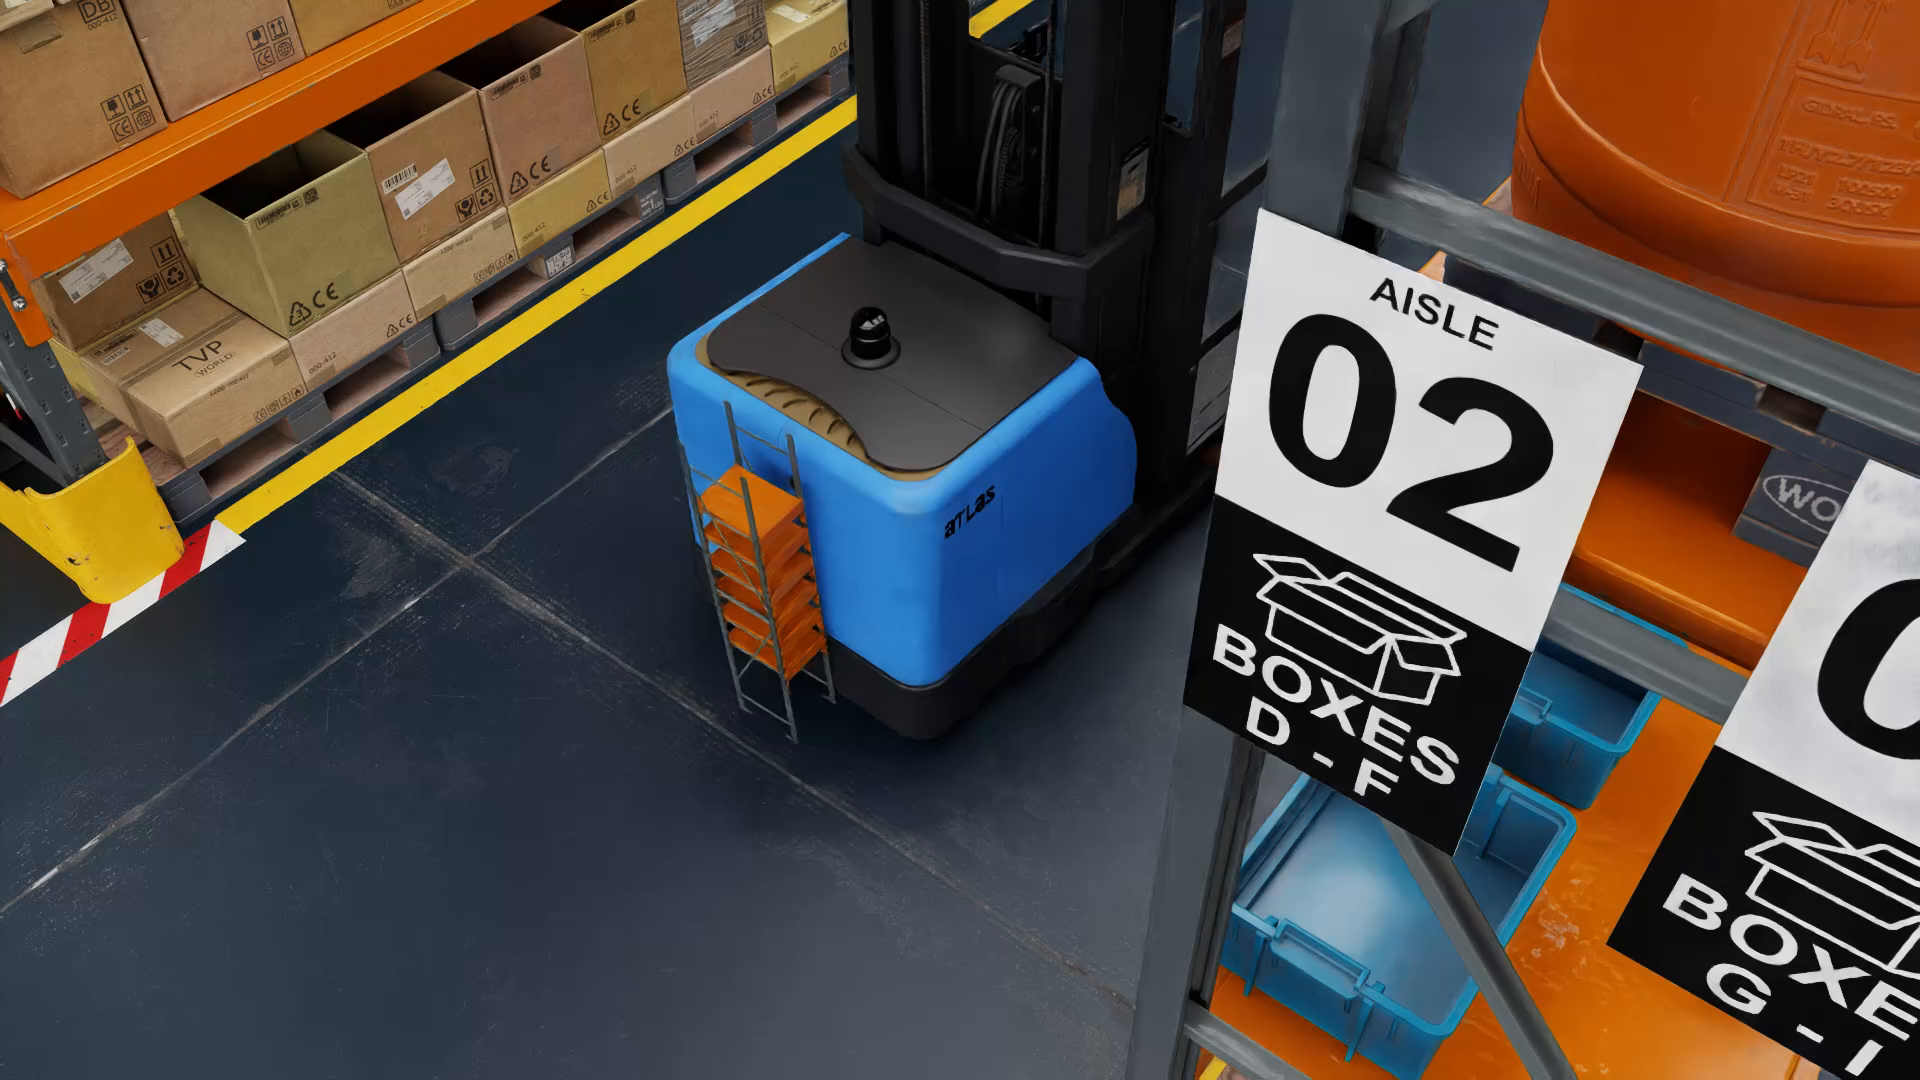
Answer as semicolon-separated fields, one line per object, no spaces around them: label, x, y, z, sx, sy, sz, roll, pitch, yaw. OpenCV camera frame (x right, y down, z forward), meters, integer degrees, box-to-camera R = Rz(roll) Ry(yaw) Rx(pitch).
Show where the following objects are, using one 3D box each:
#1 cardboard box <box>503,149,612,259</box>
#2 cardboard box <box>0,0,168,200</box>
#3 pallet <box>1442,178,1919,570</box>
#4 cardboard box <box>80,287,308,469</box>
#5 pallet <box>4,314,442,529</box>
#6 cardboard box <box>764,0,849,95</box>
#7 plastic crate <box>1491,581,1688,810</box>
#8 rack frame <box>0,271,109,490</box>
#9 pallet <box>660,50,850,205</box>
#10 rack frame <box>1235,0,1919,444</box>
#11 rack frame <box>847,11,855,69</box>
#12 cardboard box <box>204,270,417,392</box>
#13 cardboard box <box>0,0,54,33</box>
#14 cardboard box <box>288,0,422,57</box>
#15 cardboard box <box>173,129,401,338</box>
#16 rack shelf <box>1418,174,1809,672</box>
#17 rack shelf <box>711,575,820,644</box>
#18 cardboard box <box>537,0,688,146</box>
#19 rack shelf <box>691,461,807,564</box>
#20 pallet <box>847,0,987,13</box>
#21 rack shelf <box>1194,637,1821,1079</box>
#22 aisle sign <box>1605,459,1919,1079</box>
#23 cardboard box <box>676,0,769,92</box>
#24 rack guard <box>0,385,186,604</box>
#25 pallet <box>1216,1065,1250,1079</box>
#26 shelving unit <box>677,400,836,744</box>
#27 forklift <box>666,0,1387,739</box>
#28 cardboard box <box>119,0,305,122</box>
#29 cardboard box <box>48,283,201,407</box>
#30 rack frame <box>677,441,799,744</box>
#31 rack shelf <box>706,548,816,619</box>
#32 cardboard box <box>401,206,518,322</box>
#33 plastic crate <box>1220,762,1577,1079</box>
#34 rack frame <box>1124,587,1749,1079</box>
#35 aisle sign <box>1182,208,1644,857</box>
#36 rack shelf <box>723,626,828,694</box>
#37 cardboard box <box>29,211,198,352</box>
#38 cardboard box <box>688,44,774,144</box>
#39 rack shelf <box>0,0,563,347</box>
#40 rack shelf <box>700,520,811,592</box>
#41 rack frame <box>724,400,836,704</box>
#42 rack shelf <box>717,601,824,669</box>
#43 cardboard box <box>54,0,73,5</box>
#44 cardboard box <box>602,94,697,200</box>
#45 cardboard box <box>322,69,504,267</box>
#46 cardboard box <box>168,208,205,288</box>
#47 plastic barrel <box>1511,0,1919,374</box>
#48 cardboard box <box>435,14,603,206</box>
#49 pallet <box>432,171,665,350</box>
cardboard box;-1.764;-1.434;6.657;0.500;0.250;0.500;29;53;25
cardboard box;-2.890;-1.469;5.009;0.700;0.500;0.500;29;53;25
pallet;1.315;-0.382;2.096;1.003;0.211;1.213;29;53;25
cardboard box;-2.682;-0.576;5.837;0.500;0.250;0.500;29;53;25
pallet;-2.752;-0.666;6.240;1.003;0.211;1.213;29;53;25
cardboard box;-0.851;-2.295;7.479;0.500;0.250;0.500;29;53;25
plastic crate;1.202;0.283;3.508;0.499;0.251;0.408;29;53;25
rack frame;-3.186;-1.173;4.796;1.000;3.000;0.127;29;53;25
pallet;-1.260;-2.062;7.574;1.003;0.211;1.213;29;53;25
rack frame;0.732;-1.053;0.533;1.000;3.000;0.127;29;53;25
rack frame;-0.740;-3.462;6.982;1.000;3.000;0.127;29;53;25
cardboard box;-2.379;-0.864;6.112;0.500;0.250;0.500;29;53;25
cardboard box;-2.776;-1.561;4.649;0.380;0.149;0.250;29;53;25
cardboard box;-2.265;-2.053;5.567;0.700;0.500;0.500;30;53;25
cardboard box;-2.378;-1.122;5.840;0.500;0.500;0.500;29;53;25
rack shelf;1.954;-0.913;2.971;1.077;0.370;4.000;29;53;25
rack shelf;-0.563;0.158;4.824;0.258;0.103;0.180;28;56;24
cardboard box;-1.469;-1.985;6.664;0.500;0.500;0.500;29;53;25
rack shelf;-0.577;-0.077;4.551;0.258;0.103;0.180;28;56;24
pallet;-0.321;-2.937;8.410;1.003;0.211;1.213;29;53;25
rack shelf;1.954;0.123;4.055;1.077;0.370;4.000;29;53;25
aisle sign;0.919;0.292;1.599;0.394;0.787;0.004;29;53;25
cardboard box;-1.166;-2.273;6.939;0.500;0.500;0.500;29;53;25
rack guard;-3.201;-0.296;5.687;1.175;0.500;0.348;29;53;25
pallet;1.242;1.456;4.213;1.003;0.211;1.213;29;53;25
shelving unit;-0.565;0.129;4.790;0.258;1.200;0.189;28;56;24
forklift;0.467;-1.404;5.064;1.130;2.935;3.031;31;54;26
cardboard box;-2.573;-1.771;5.299;0.700;0.500;0.500;31;53;26
cardboard box;-3.092;-0.805;6.056;0.500;0.250;0.500;29;53;25
rack frame;-0.619;0.186;4.744;0.240;1.200;0.006;28;56;24
rack shelf;-0.567;0.080;4.733;0.258;0.103;0.180;28;56;24
cardboard box;-2.073;-1.150;6.385;0.500;0.250;0.500;29;53;25
plastic crate;0.801;0.652;3.156;0.499;0.251;0.616;29;53;25
rack frame;0.732;1.019;2.702;1.000;3.000;0.127;29;53;25
aisle sign;0.452;0.031;1.848;0.394;0.787;0.004;29;53;25
rack shelf;-0.554;0.315;5.005;0.258;0.103;0.180;28;56;24
cardboard box;-3.094;-1.065;5.786;0.500;0.500;0.500;29;53;25
cardboard box;-1.164;-2.013;7.210;0.500;0.250;0.500;29;53;25
rack shelf;-1.963;-2.069;6.149;1.077;0.370;4.000;29;53;25
rack shelf;-0.572;0.001;4.642;0.258;0.103;0.180;28;56;24
rack frame;-0.510;0.072;4.837;0.240;1.200;0.006;28;56;24
rack shelf;-0.558;0.236;4.915;0.258;0.103;0.180;28;56;24
cardboard box;-2.616;-1.713;4.794;0.380;0.149;0.250;28;52;24
cardboard box;-1.458;-1.720;6.930;0.500;0.250;0.500;29;53;25
cardboard box;-2.082;-1.414;6.119;0.500;0.500;0.500;29;53;25
cardboard box;-2.796;-1.097;6.335;0.500;0.250;0.500;29;53;25
plastic barrel;0.928;-0.644;1.629;0.600;0.830;0.708;29;53;25
cardboard box;-1.763;-1.693;6.385;0.500;0.500;0.500;29;53;25
pallet;-2.005;-1.361;6.904;1.003;0.211;1.213;29;53;25
